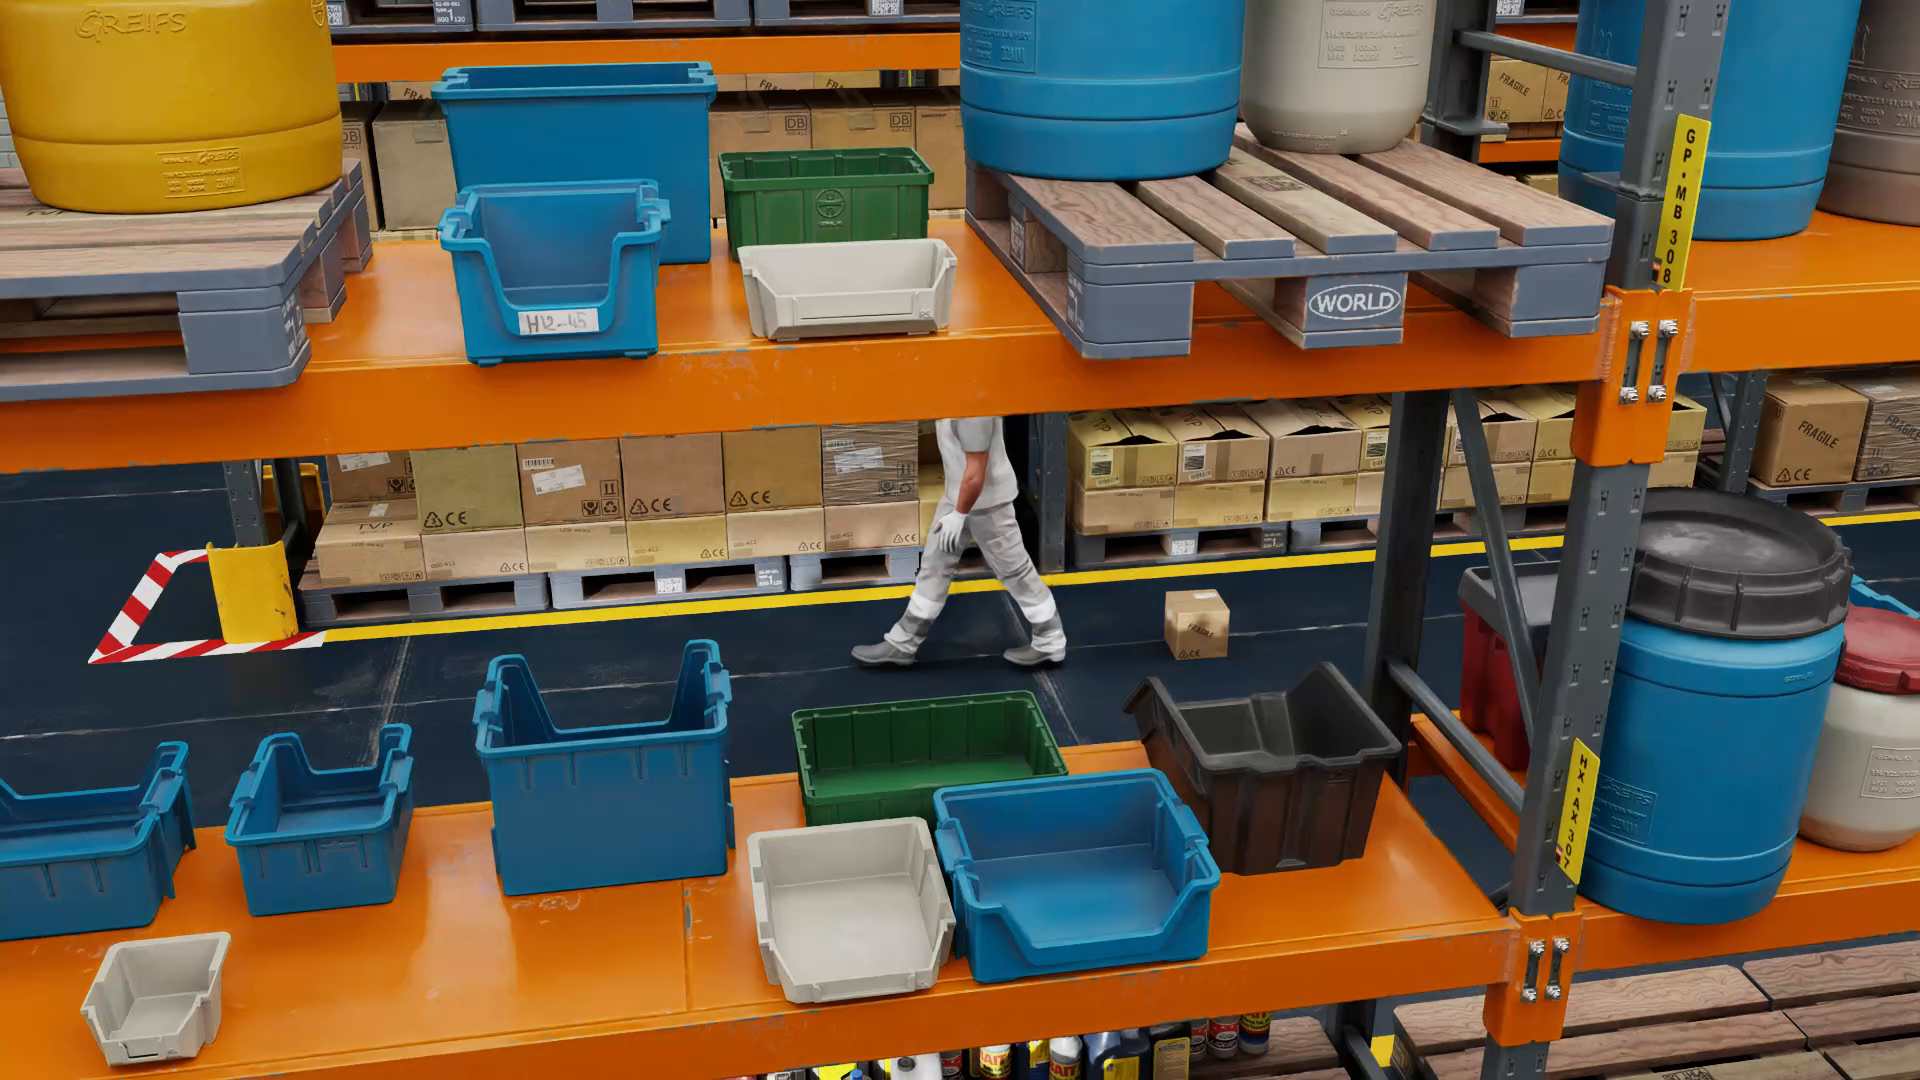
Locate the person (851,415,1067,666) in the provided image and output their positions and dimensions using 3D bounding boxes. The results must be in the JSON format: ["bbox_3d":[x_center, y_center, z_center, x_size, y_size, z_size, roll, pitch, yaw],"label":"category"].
[{"bbox_3d":[0.007,-0.200,7.512,1.008,1.721,0.577,-4,24,-10],"label":"person"}]
